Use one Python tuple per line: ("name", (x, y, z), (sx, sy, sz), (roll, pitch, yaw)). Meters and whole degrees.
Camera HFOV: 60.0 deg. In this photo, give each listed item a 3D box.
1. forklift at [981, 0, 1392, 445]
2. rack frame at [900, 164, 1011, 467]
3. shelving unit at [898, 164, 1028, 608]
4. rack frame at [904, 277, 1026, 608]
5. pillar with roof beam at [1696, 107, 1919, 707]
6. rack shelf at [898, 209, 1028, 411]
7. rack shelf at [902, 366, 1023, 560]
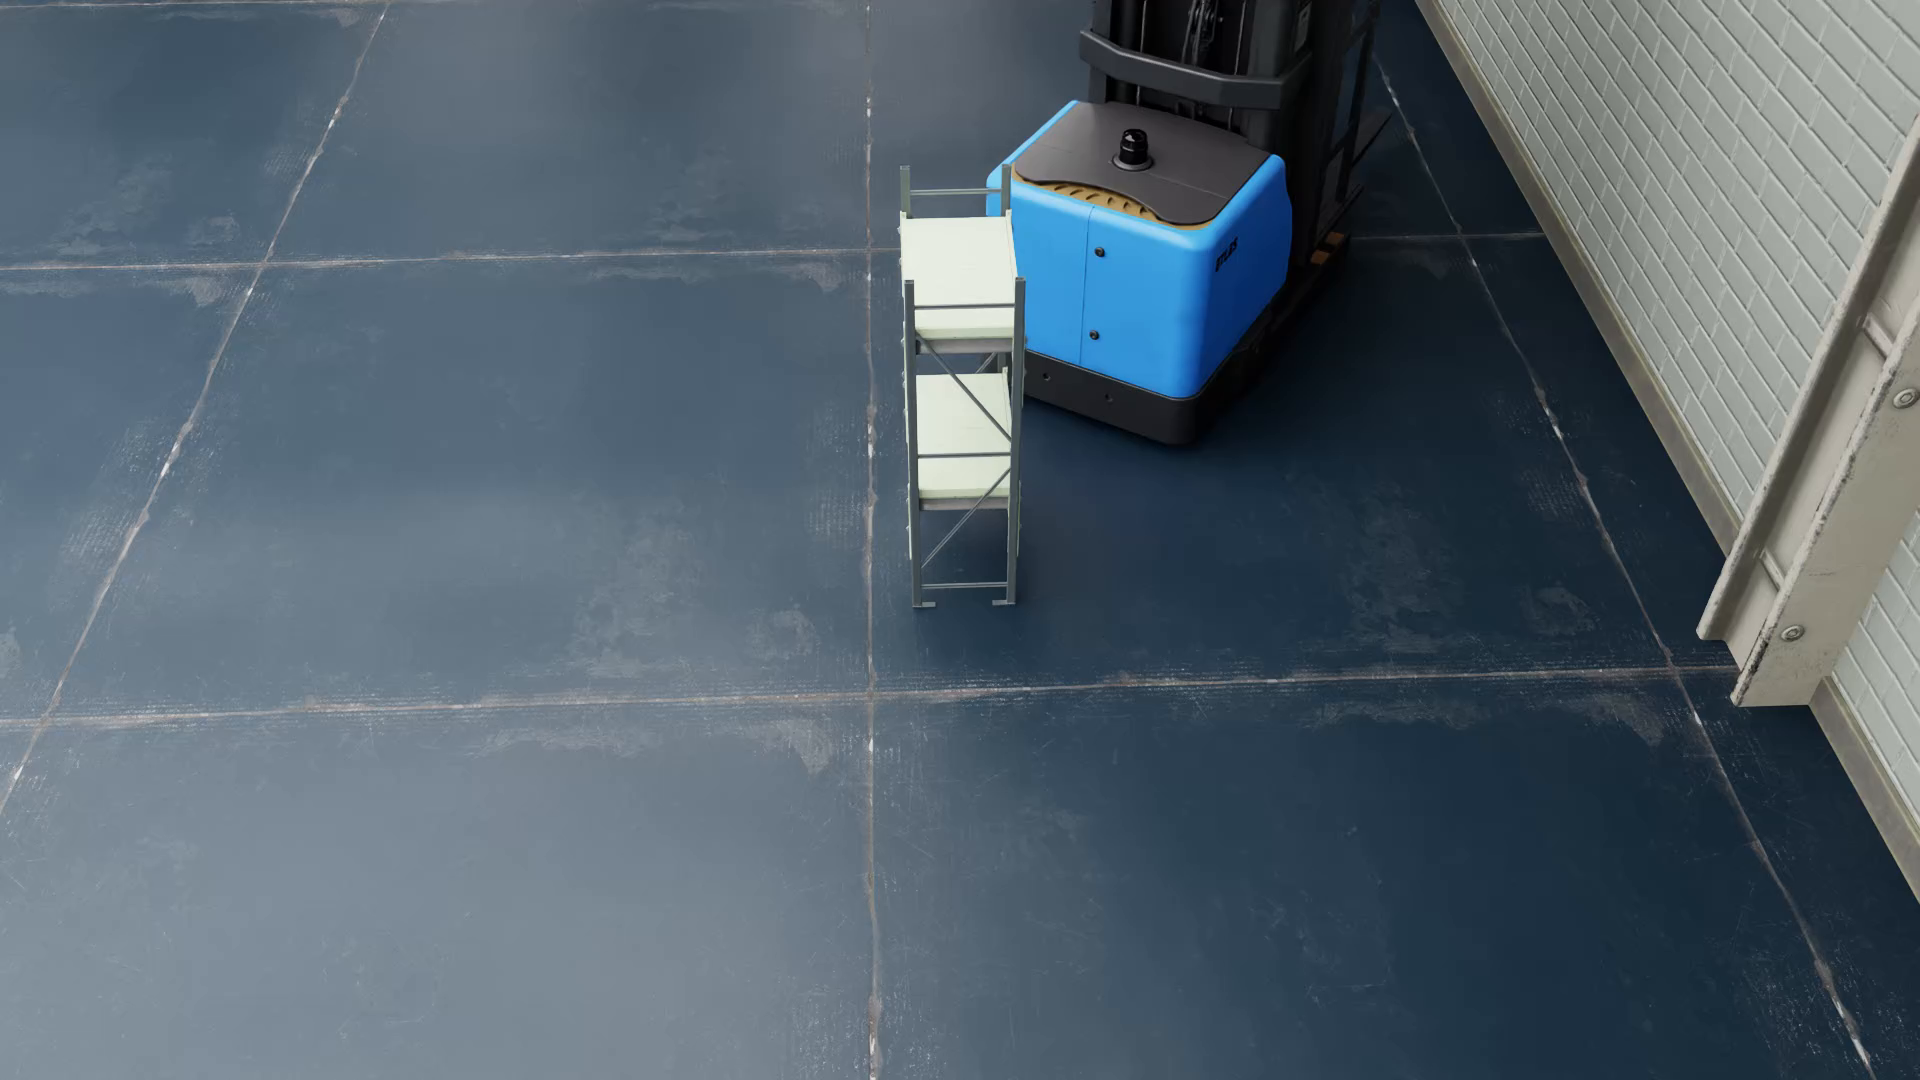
("forklift", (1.271, -2.467, 7.273), (1.130, 2.935, 3.031), (22, 47, 22))
("rack frame", (-0.015, -0.795, 6.508), (0.400, 1.500, 0.023), (-2, 43, -2))
("shelving unit", (0.000, -0.548, 6.238), (0.431, 1.500, 0.755), (-2, 43, -2))
("rack frame", (0.016, -0.301, 5.969), (0.400, 1.500, 0.023), (-2, 43, -2))
("pillar with roof beam", (-1.318, -2.723, 3.061), (9.100, 9.000, 0.400), (-2, 43, -2))
("rack shelf", (0.000, -0.836, 5.975), (0.431, 0.370, 0.720), (-2, 43, -2))
("rack shelf", (0.000, -0.308, 6.459), (0.431, 0.370, 0.720), (-2, 43, -2))
